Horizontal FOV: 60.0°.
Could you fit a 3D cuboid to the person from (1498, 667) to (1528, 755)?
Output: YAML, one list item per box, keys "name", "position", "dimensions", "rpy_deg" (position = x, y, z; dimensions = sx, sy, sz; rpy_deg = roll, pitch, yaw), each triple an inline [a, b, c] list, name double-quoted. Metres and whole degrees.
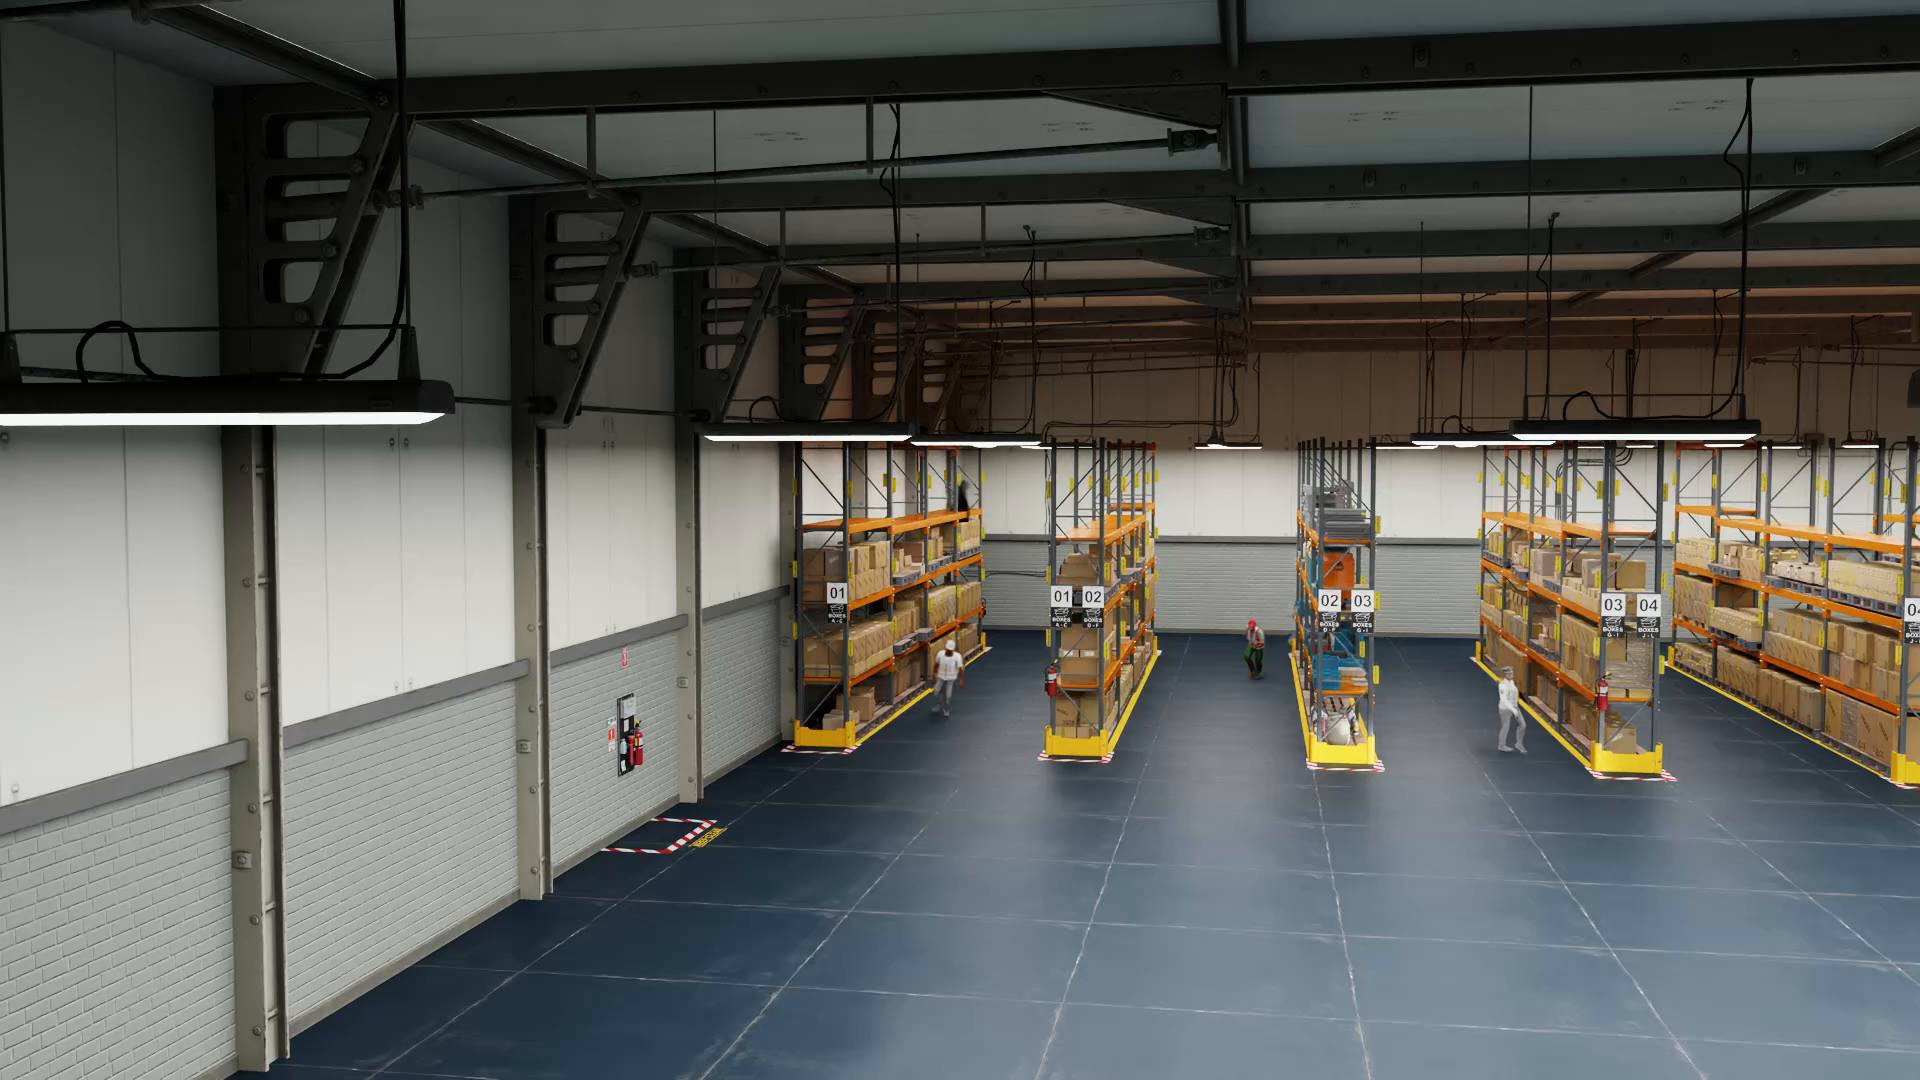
- name: "person"
  position: [10.404, 3.228, 31.463]
  dimensions: [0.629, 1.684, 0.601]
  rpy_deg: [-2, 4, -31]

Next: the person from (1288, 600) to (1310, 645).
- name: "person"
  position: [10.115, 2.349, 48.605]
  dimensions: [1.094, 1.565, 0.704]
  rpy_deg: [2, 4, 38]

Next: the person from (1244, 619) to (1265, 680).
- name: "person"
  position: [7.467, 2.742, 41.975]
  dimensions: [0.665, 1.549, 1.173]
  rpy_deg: [2, 3, 30]

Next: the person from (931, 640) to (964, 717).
- name: "person"
  position: [-0.268, 2.972, 35.822]
  dimensions: [0.800, 1.681, 0.682]
  rpy_deg: [1, 3, 15]
